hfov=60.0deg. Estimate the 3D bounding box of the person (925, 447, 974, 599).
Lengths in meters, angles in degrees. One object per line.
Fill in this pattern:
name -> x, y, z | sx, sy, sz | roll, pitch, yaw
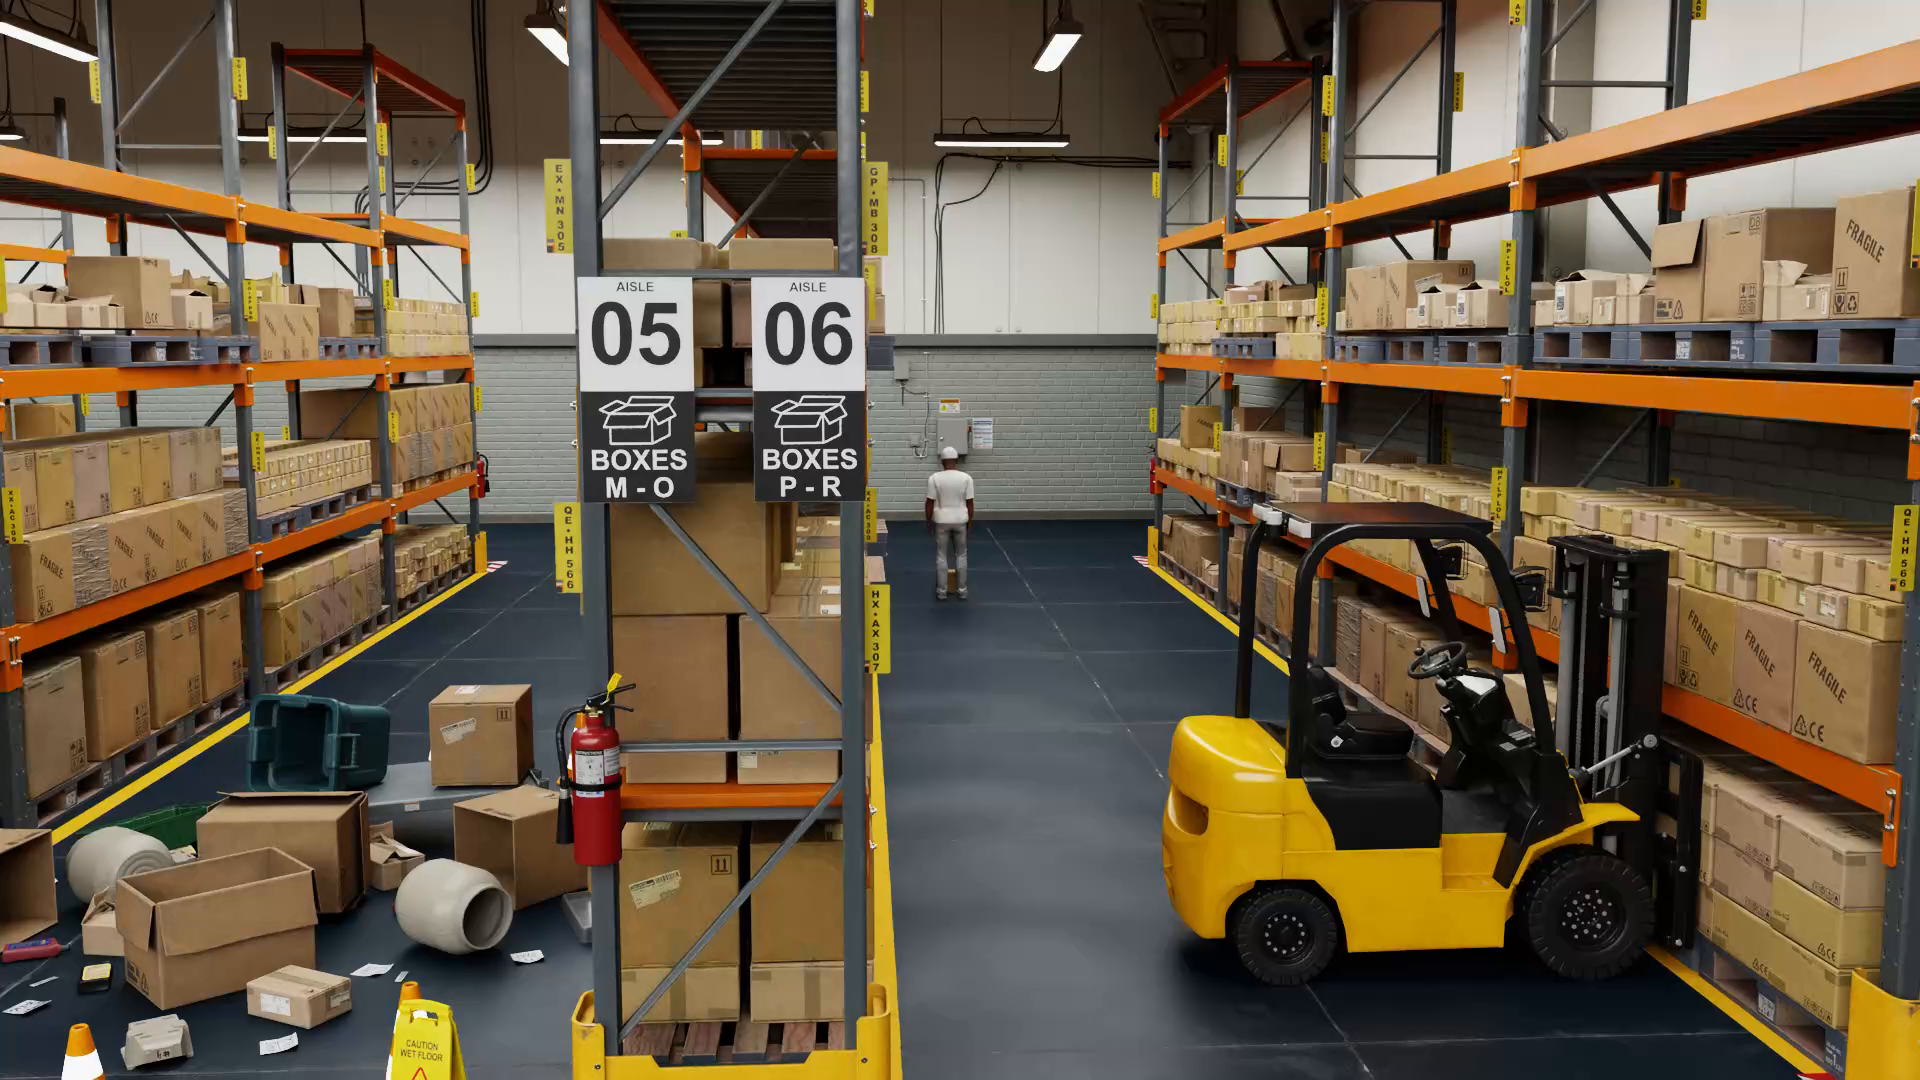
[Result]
person -> -0.123, -0.200, 19.328 | 0.565, 1.762, 0.364 | 0, 7, -4
